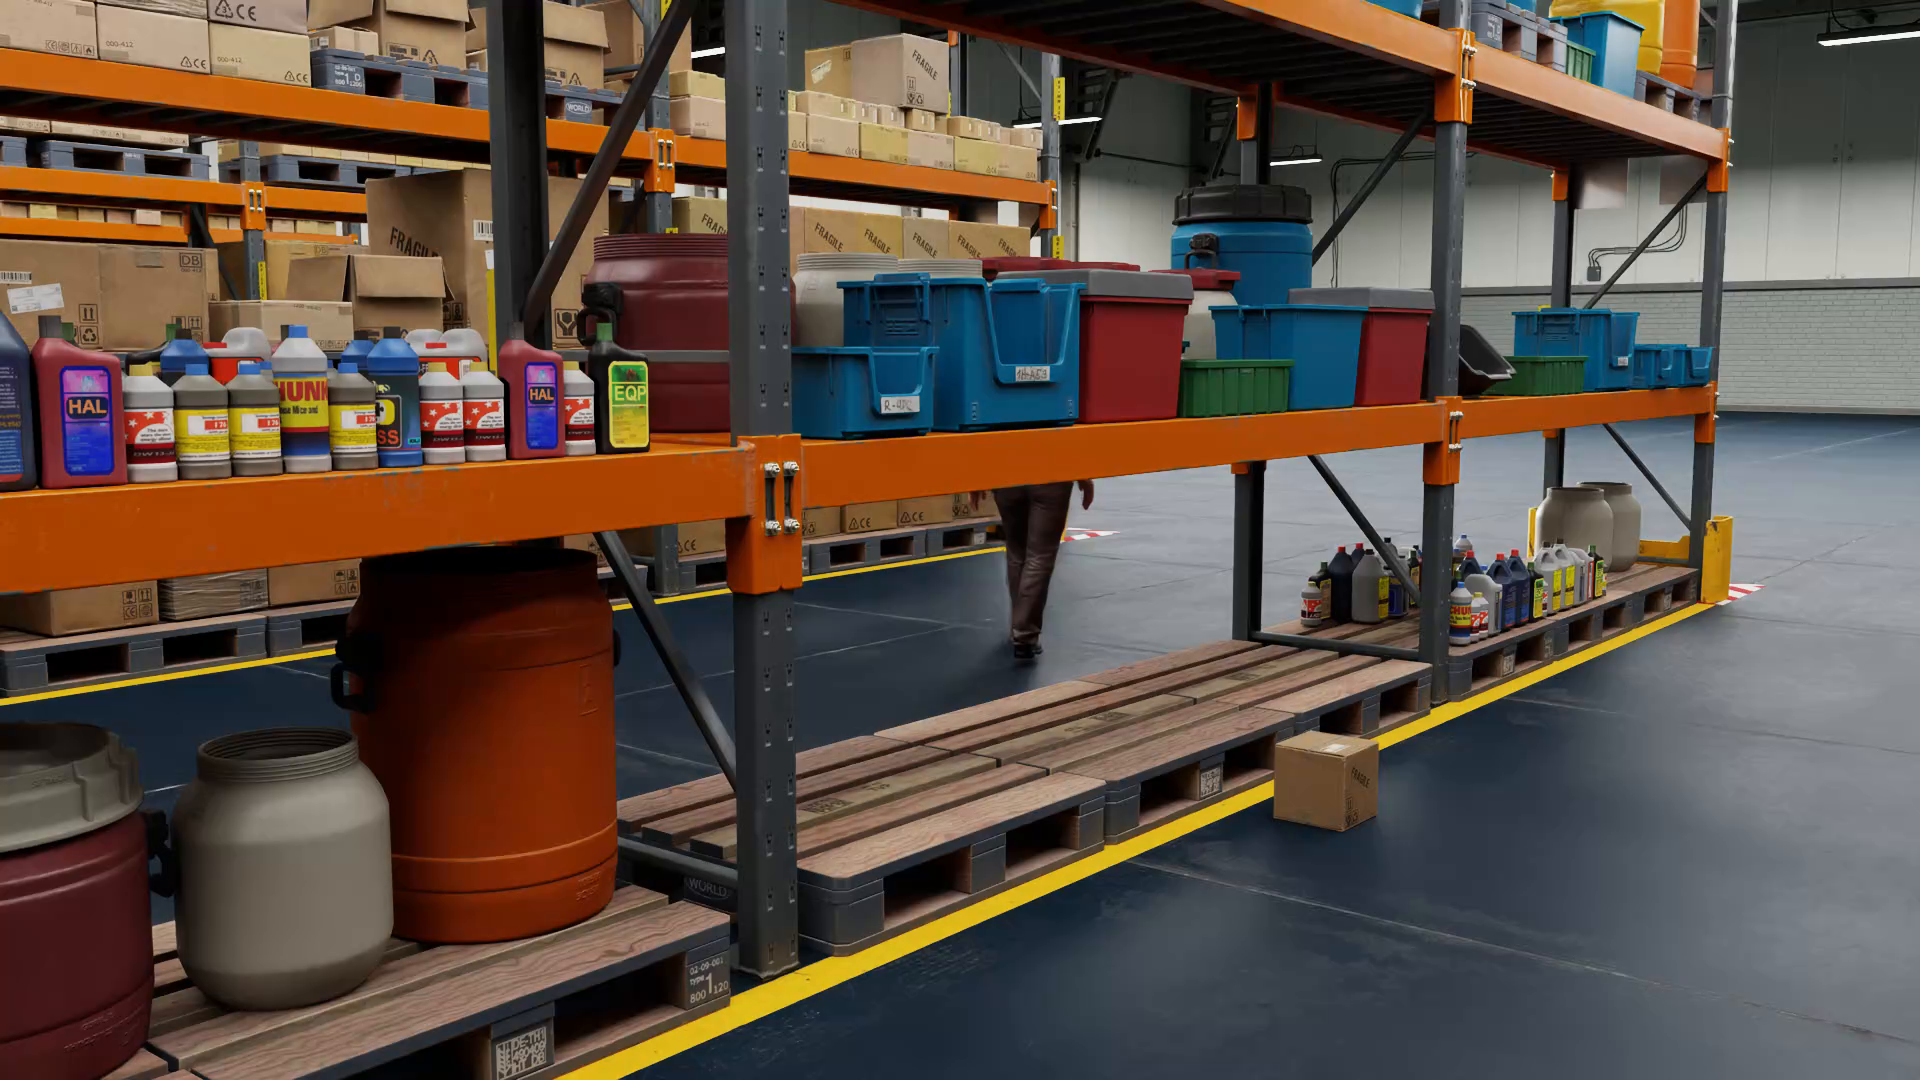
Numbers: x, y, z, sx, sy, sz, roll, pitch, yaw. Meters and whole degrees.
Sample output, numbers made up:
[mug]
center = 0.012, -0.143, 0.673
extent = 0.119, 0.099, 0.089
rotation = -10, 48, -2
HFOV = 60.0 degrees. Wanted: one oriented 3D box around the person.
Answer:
[person]
center = 0.400, -0.290, 8.301
extent = 0.589, 1.714, 0.847
rotation = 3, 7, 21
